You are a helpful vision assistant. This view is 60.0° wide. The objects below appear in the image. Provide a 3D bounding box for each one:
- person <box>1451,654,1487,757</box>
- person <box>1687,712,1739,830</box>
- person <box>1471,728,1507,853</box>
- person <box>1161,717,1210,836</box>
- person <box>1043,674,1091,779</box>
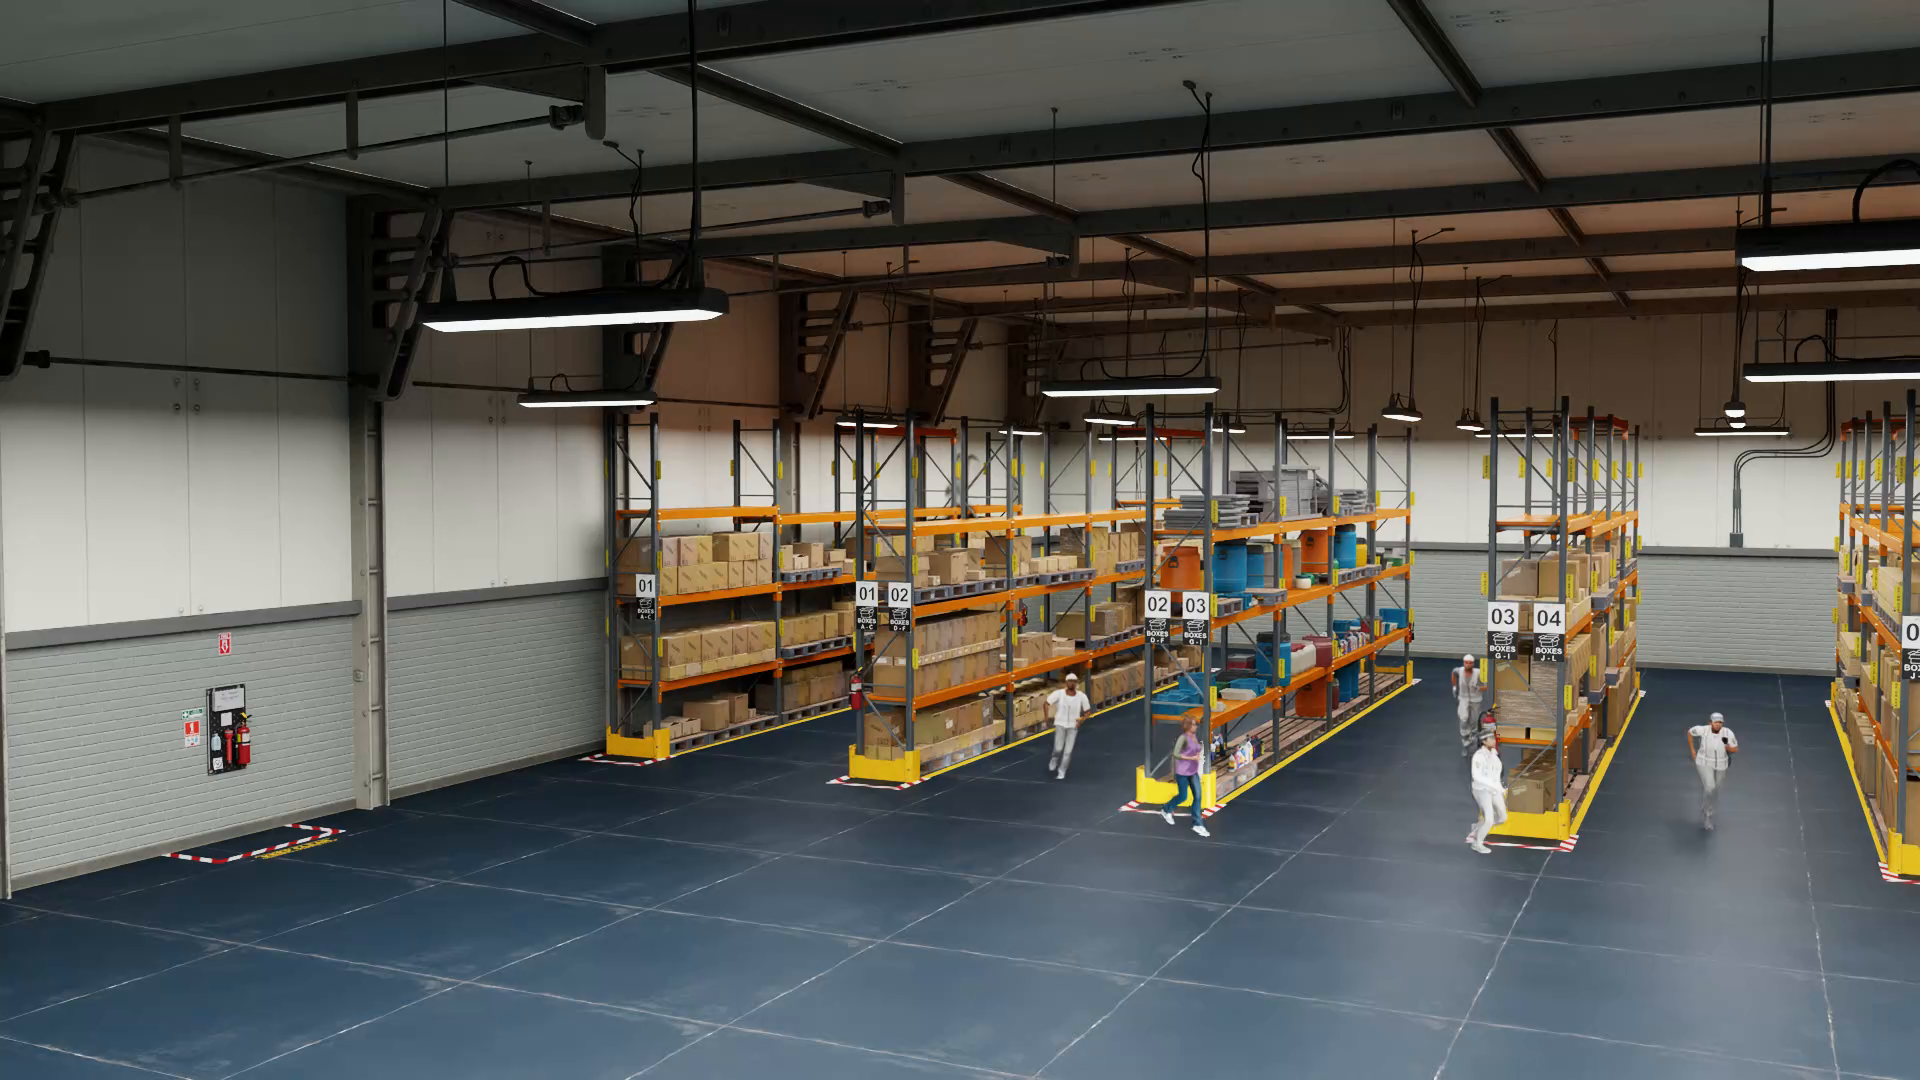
[{"bbox_3d":[9.026,2.893,29.418,0.653,1.794,0.991,1,3,18],"label":"person"},{"bbox_3d":[10.553,3.212,23.349,0.596,1.649,0.902,0,2,6],"label":"person"},{"bbox_3d":[6.918,3.263,21.719,0.644,1.644,0.569,-2,3,-40],"label":"person"},{"bbox_3d":[3.092,3.237,22.940,0.819,1.607,0.527,2,3,45],"label":"person"},{"bbox_3d":[1.754,3.022,27.002,0.764,1.704,0.551,0,2,-3],"label":"person"}]
